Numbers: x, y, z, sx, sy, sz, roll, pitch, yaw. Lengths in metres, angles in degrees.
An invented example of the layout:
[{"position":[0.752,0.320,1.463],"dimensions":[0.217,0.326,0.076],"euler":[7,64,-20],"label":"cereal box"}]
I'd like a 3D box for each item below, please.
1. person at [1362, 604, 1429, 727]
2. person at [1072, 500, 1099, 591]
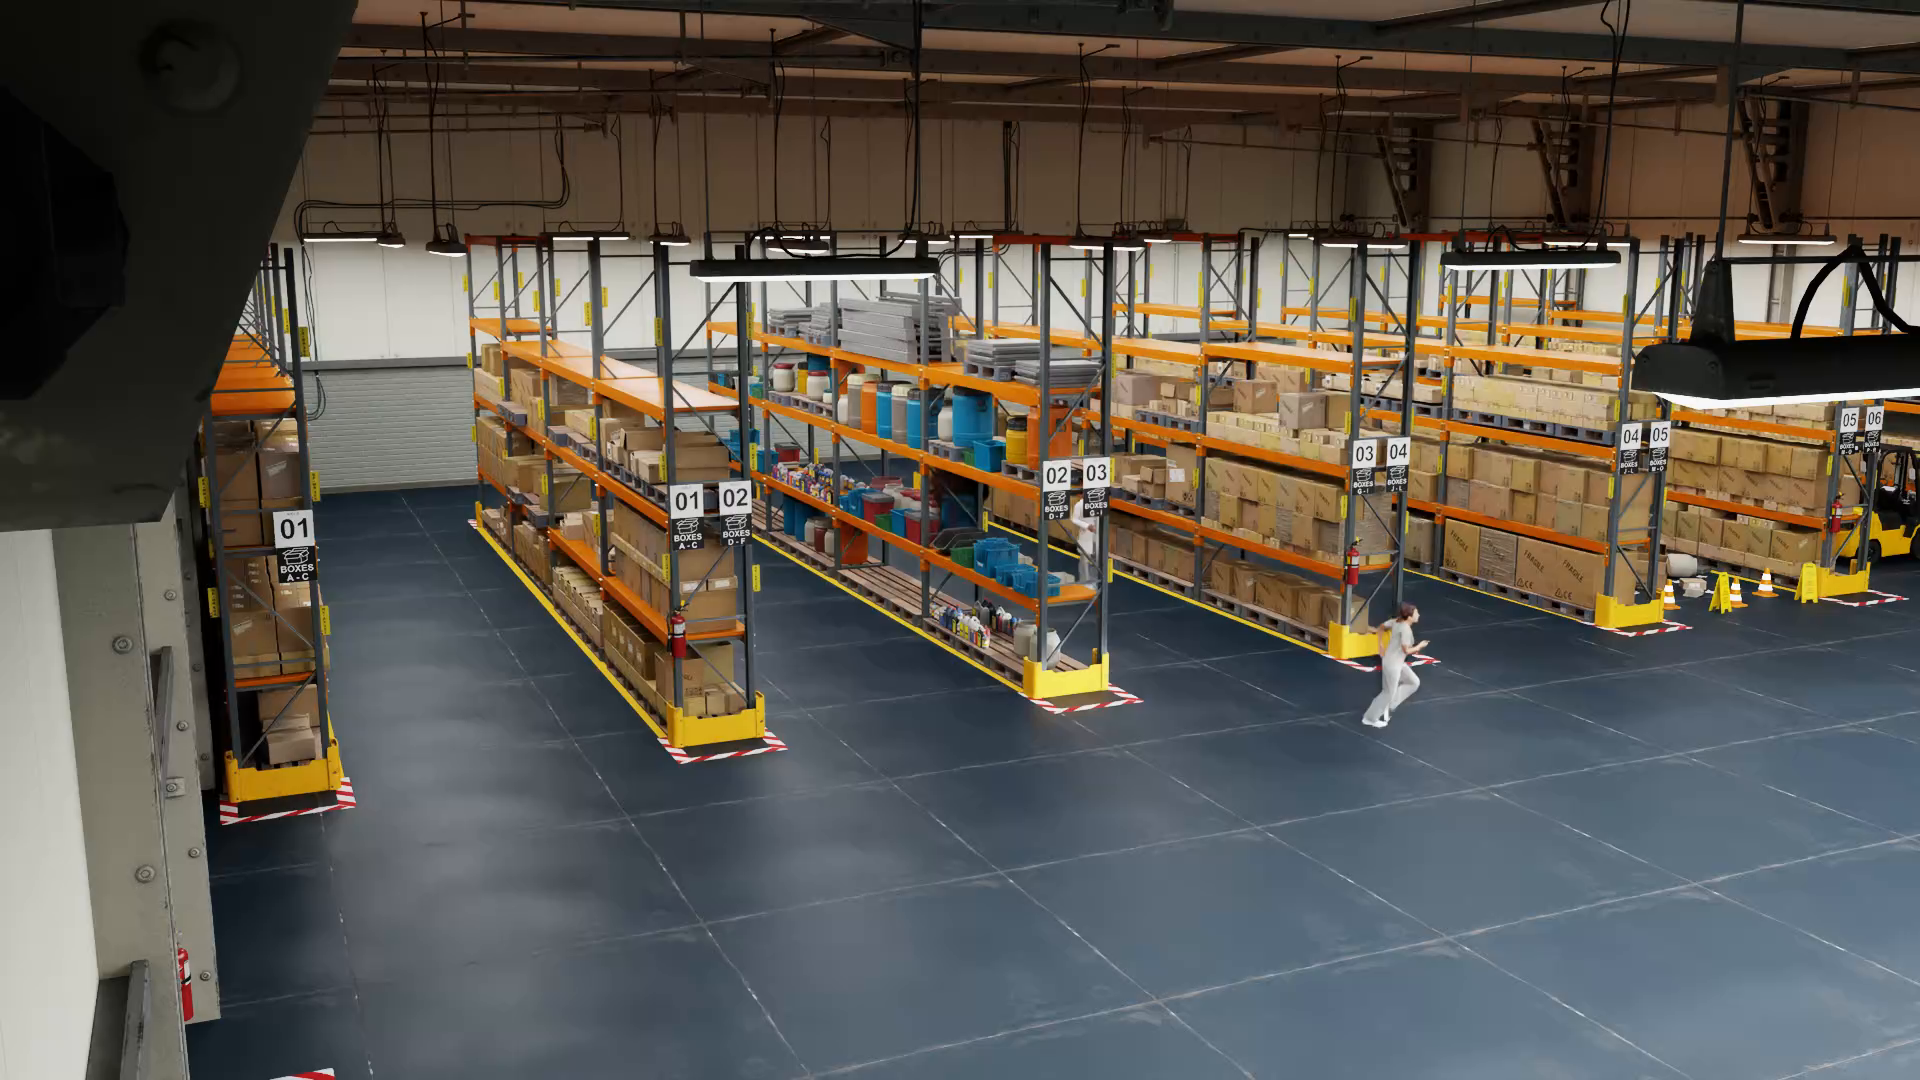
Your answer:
[{"position":[5.444,1.570,20.754],"dimensions":[0.766,1.600,0.541],"euler":[2,11,10],"label":"person"},{"position":[2.149,0.093,27.117],"dimensions":[0.706,1.616,0.678],"euler":[-6,12,-28],"label":"person"}]
